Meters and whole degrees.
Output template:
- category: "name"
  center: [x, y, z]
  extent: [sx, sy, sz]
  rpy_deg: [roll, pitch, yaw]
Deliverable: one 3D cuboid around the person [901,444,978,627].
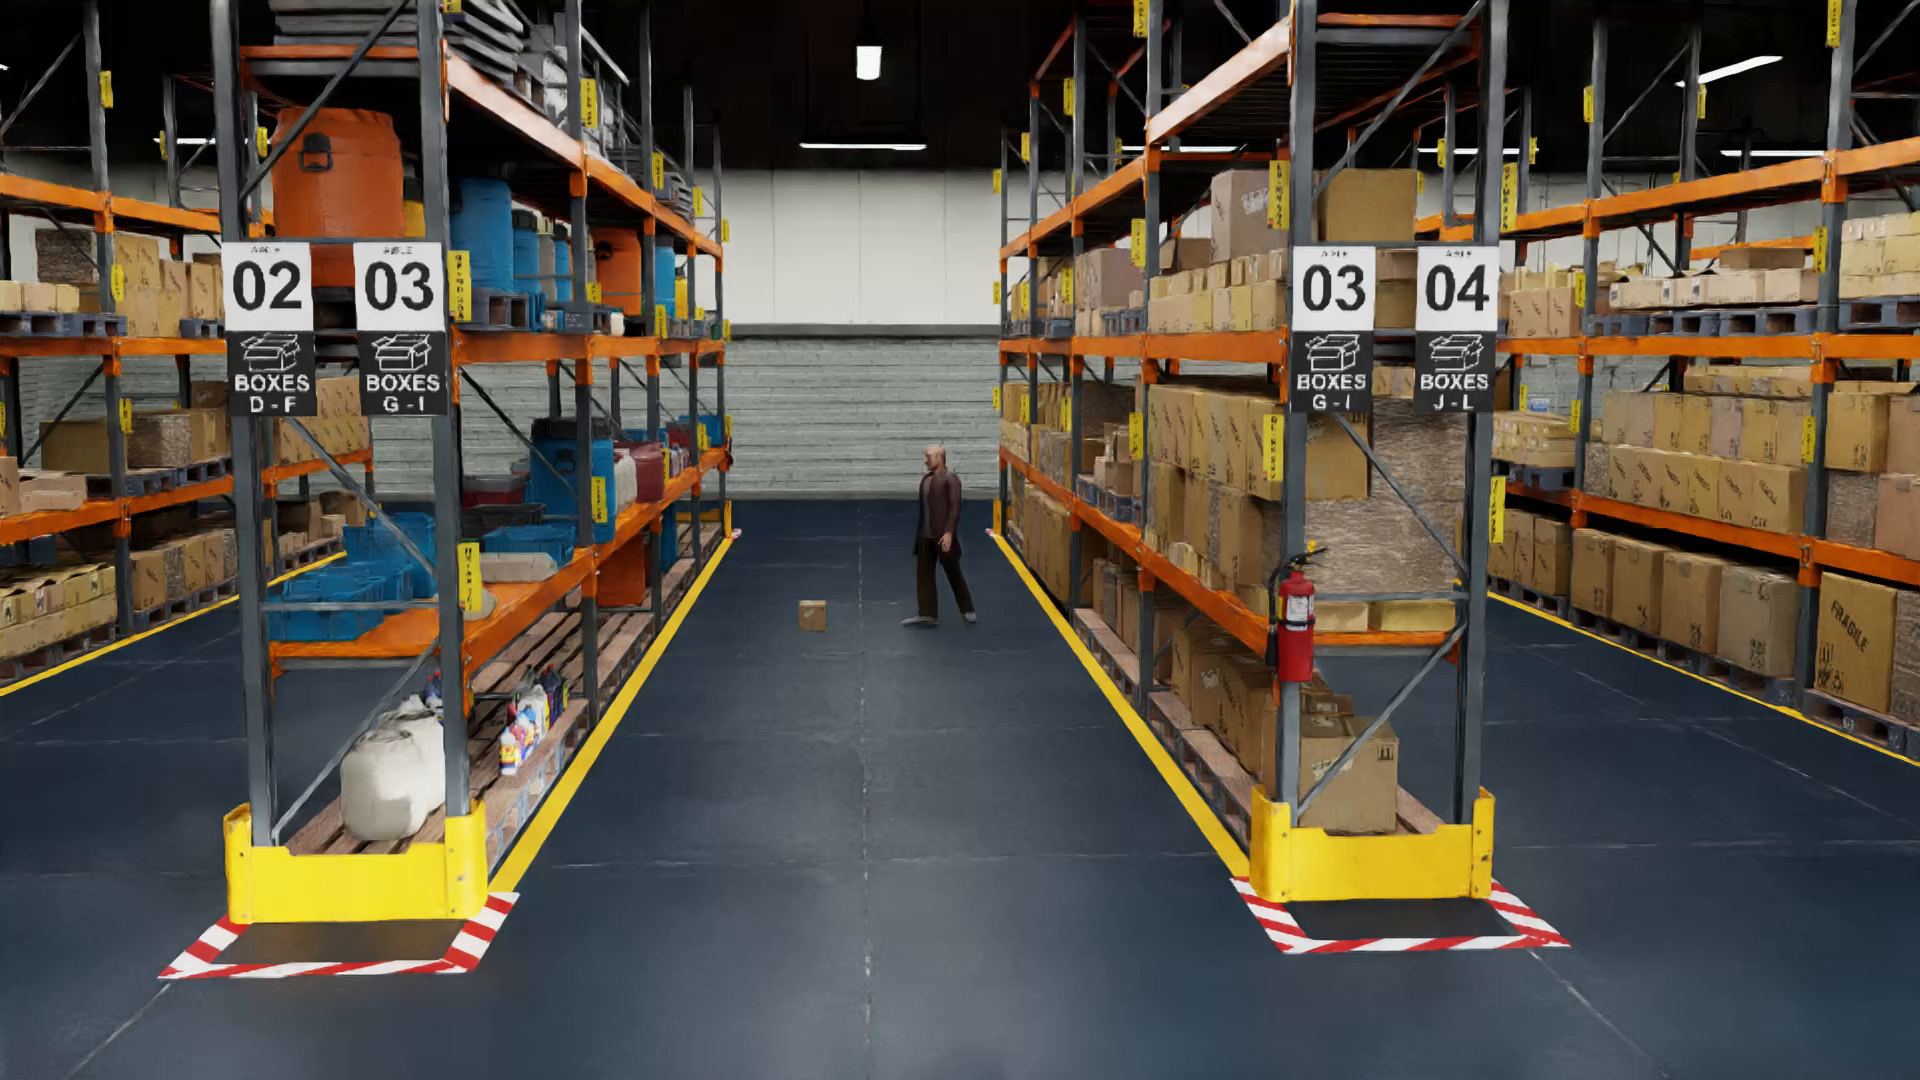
- category: "person"
  center: [-0.204, -0.049, 16.228]
  extent: [0.729, 1.771, 0.689]
  rpy_deg: [-6, 9, -42]
